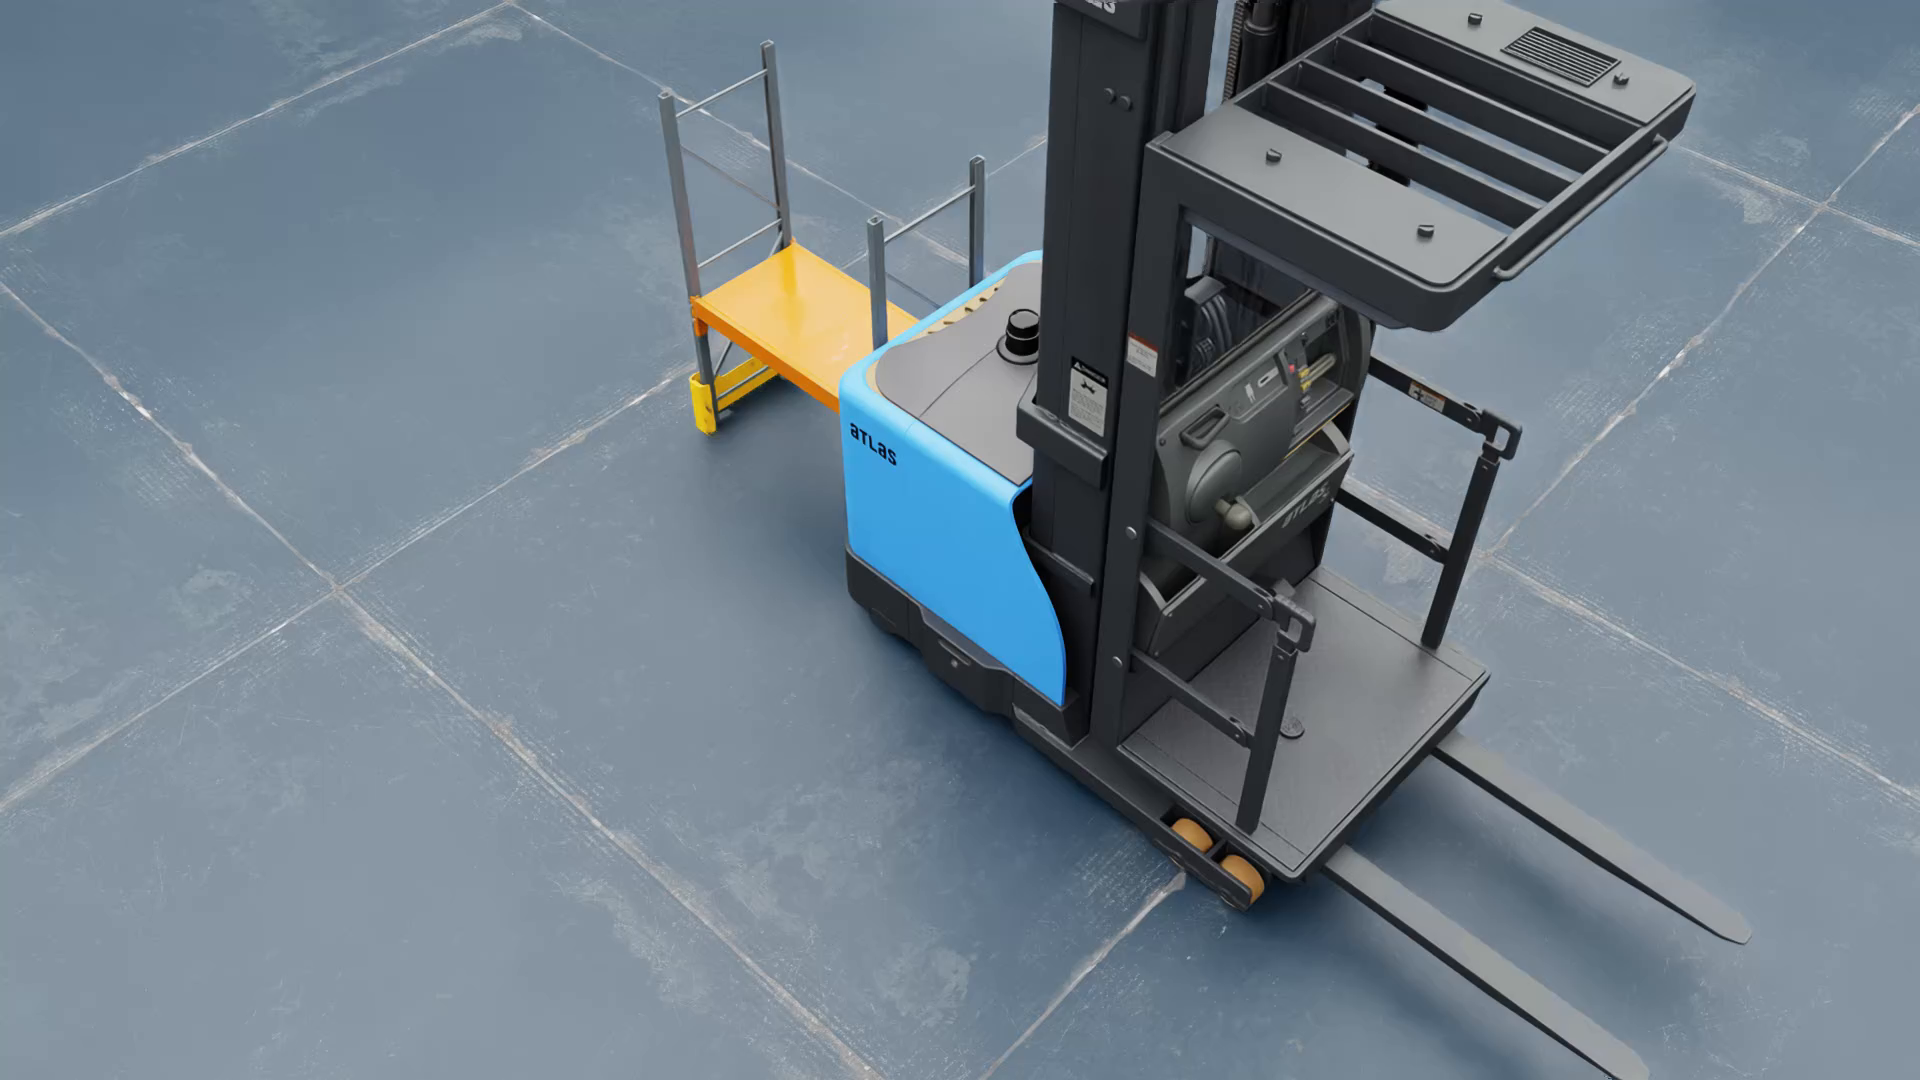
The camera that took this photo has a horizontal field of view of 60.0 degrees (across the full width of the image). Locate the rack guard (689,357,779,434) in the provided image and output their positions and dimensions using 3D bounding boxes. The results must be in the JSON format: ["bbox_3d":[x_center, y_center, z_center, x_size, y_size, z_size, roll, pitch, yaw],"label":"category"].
[{"bbox_3d":[-0.833,-0.678,6.715,0.087,0.250,0.587,35,56,28],"label":"rack guard"}]

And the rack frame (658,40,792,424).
[{"bbox_3d":[-0.834,-1.106,6.260,0.032,1.500,0.500,35,56,28],"label":"rack frame"}]

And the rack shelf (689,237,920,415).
[{"bbox_3d":[-0.469,-0.725,6.149,1.000,0.185,0.538,35,56,28],"label":"rack shelf"}]

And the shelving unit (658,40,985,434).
[{"bbox_3d":[-0.475,-0.853,6.022,1.083,1.500,0.587,35,56,28],"label":"shelving unit"}]

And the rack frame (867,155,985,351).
[{"bbox_3d":[-0.103,-0.591,5.776,0.032,1.500,0.500,35,56,28],"label":"rack frame"}]

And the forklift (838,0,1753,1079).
[{"bbox_3d":[1.004,-0.295,4.517,3.031,2.935,1.130,35,56,28],"label":"forklift"}]
